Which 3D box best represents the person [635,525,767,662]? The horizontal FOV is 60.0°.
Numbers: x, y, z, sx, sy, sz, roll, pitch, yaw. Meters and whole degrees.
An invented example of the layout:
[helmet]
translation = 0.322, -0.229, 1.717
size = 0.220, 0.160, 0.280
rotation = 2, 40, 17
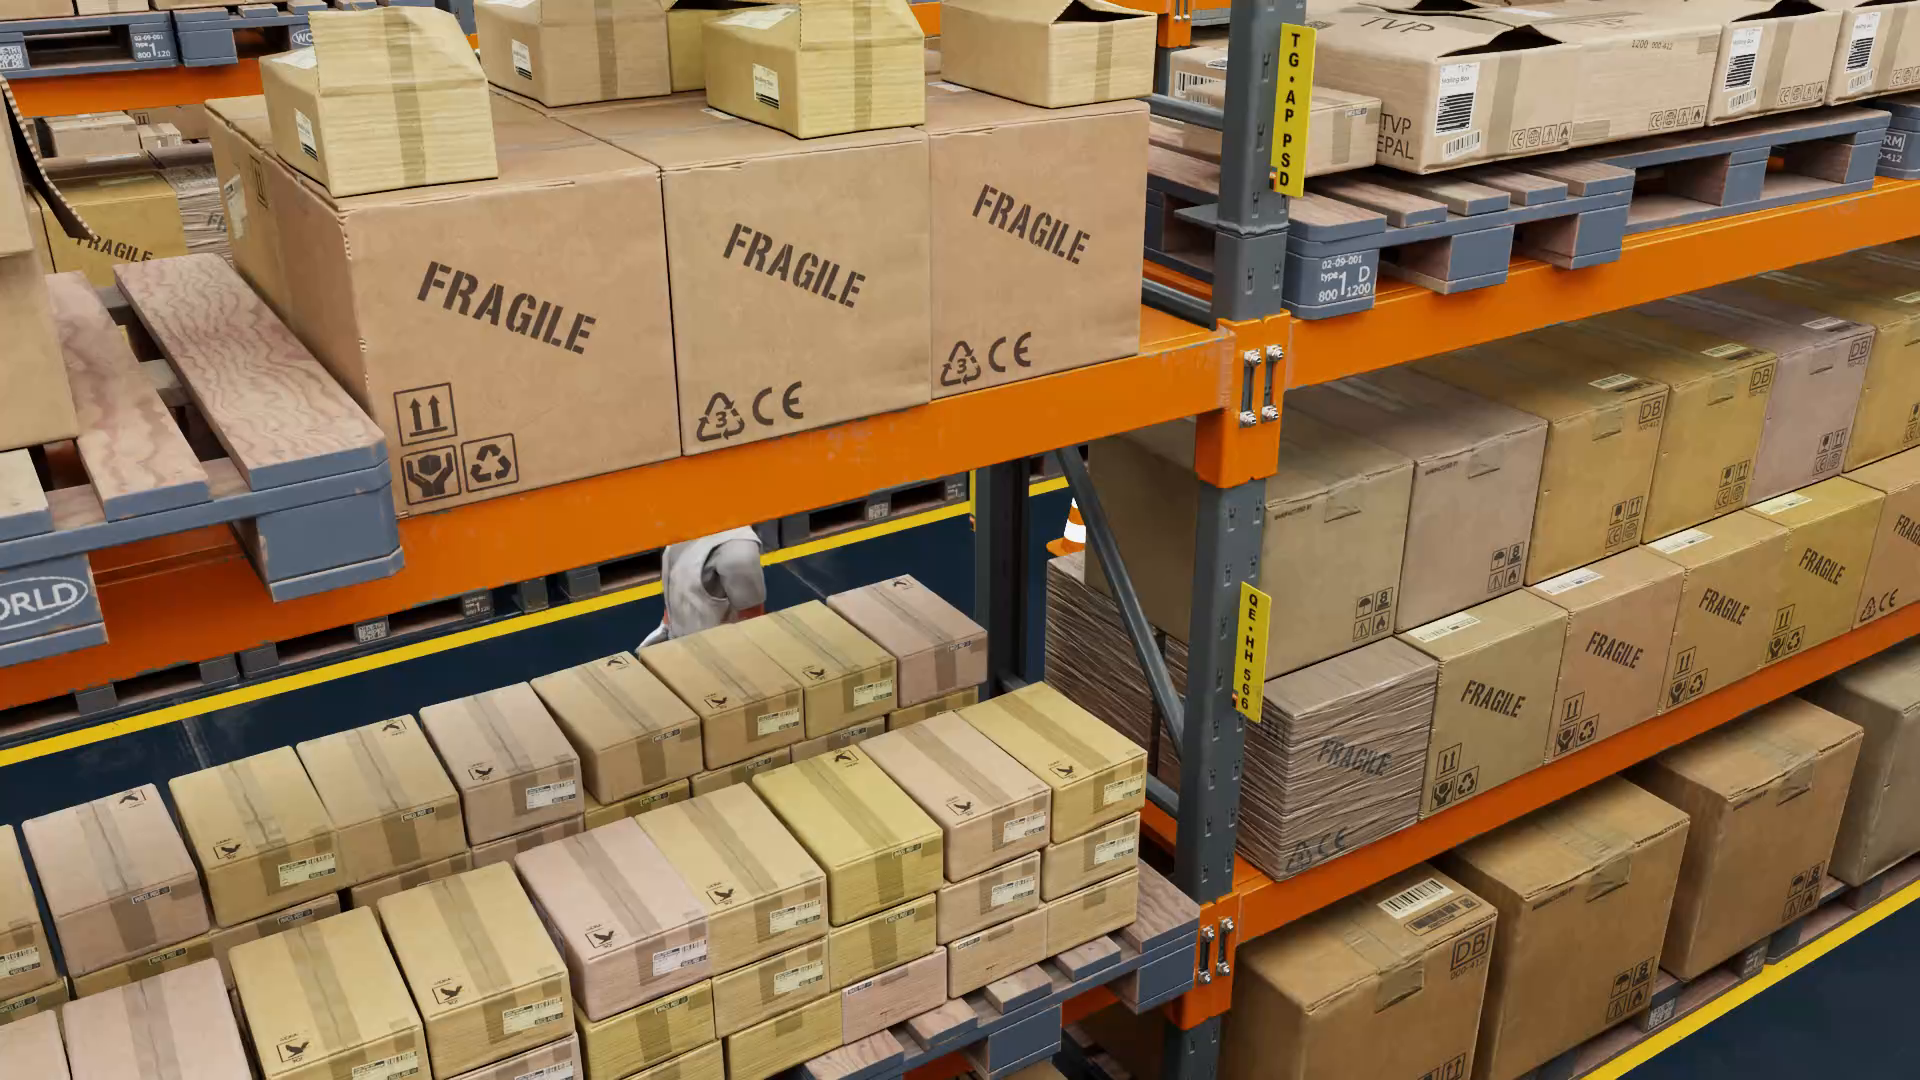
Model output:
[person]
translation = -0.905, 0.426, 6.157
size = 1.036, 1.747, 0.529
rotation = -10, 27, -21
